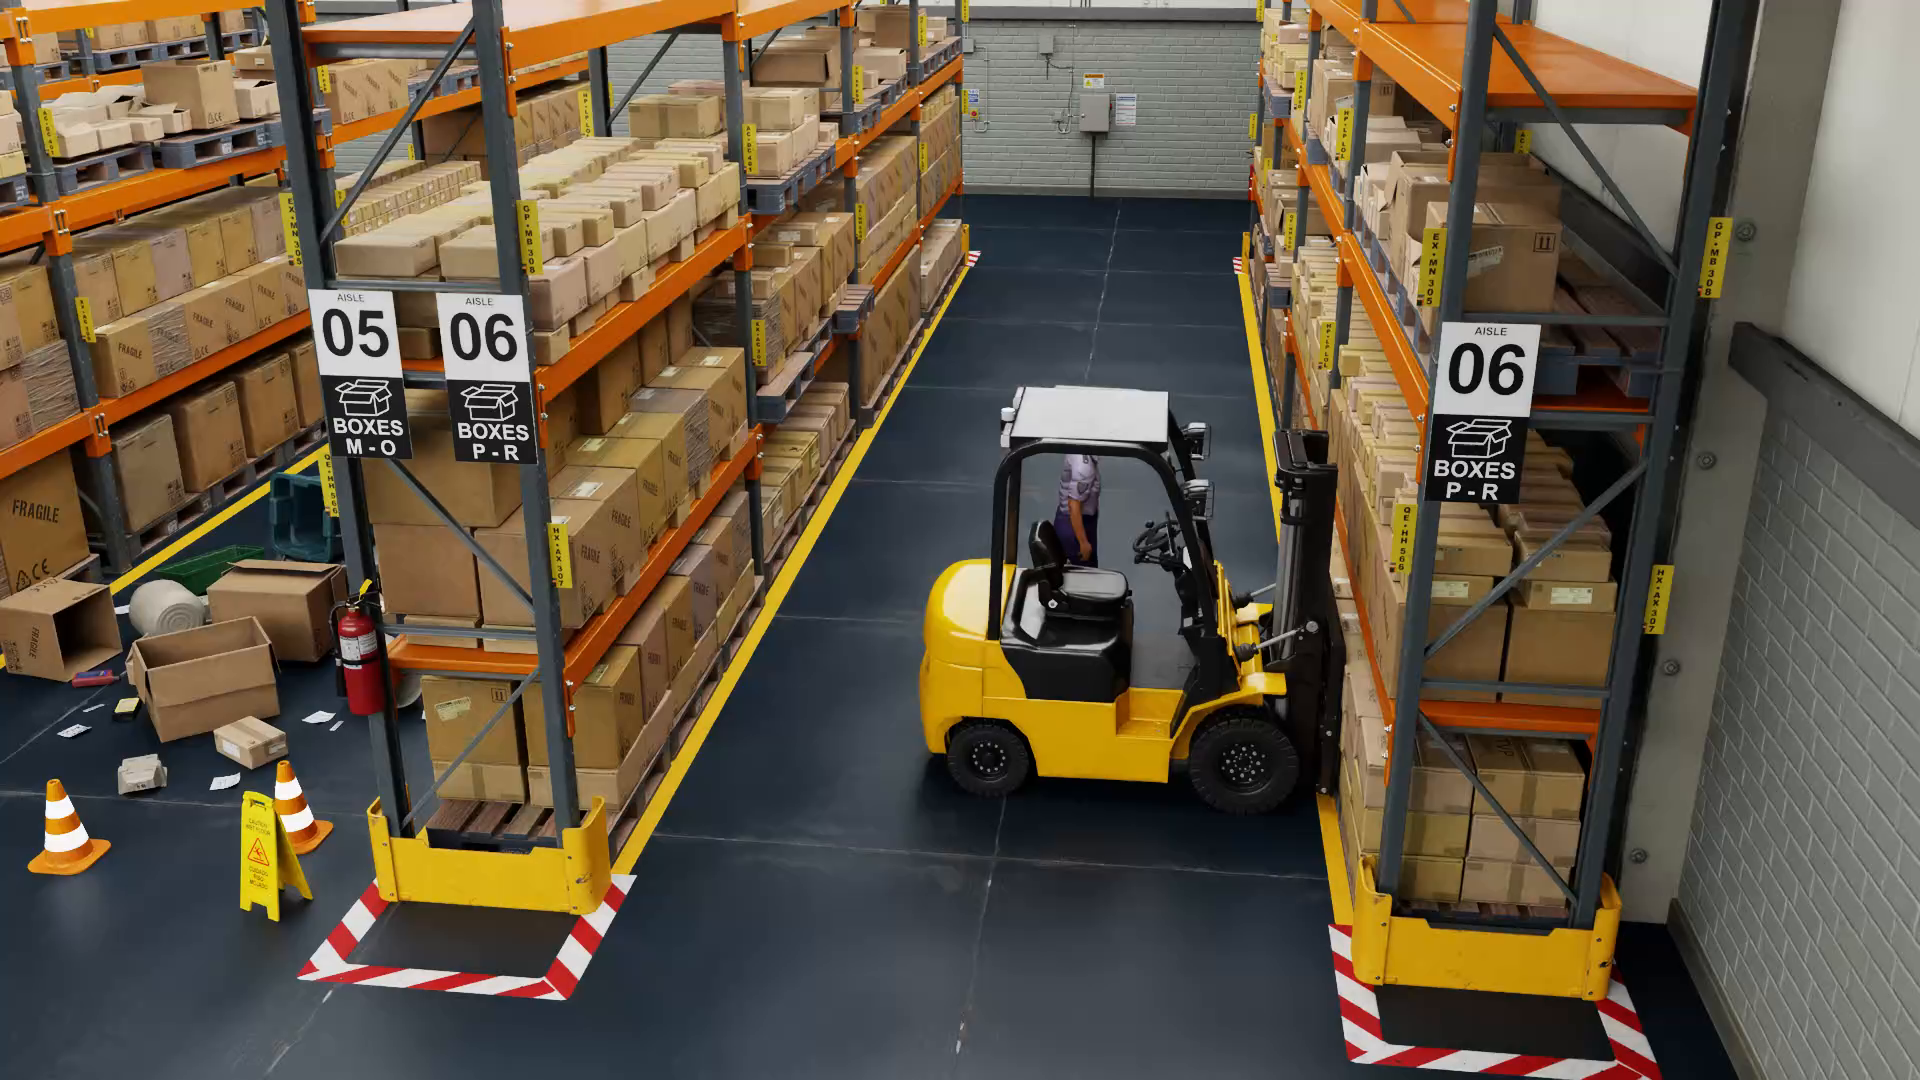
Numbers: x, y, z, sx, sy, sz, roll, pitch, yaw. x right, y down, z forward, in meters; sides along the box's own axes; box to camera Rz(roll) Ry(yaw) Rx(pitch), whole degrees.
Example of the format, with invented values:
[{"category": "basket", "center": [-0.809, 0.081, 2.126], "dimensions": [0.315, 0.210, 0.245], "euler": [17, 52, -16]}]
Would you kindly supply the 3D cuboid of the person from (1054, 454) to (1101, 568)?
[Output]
[{"category": "person", "center": [0.809, -0.046, 11.214], "dimensions": [0.367, 1.651, 0.549], "euler": [2, 21, 6]}]
